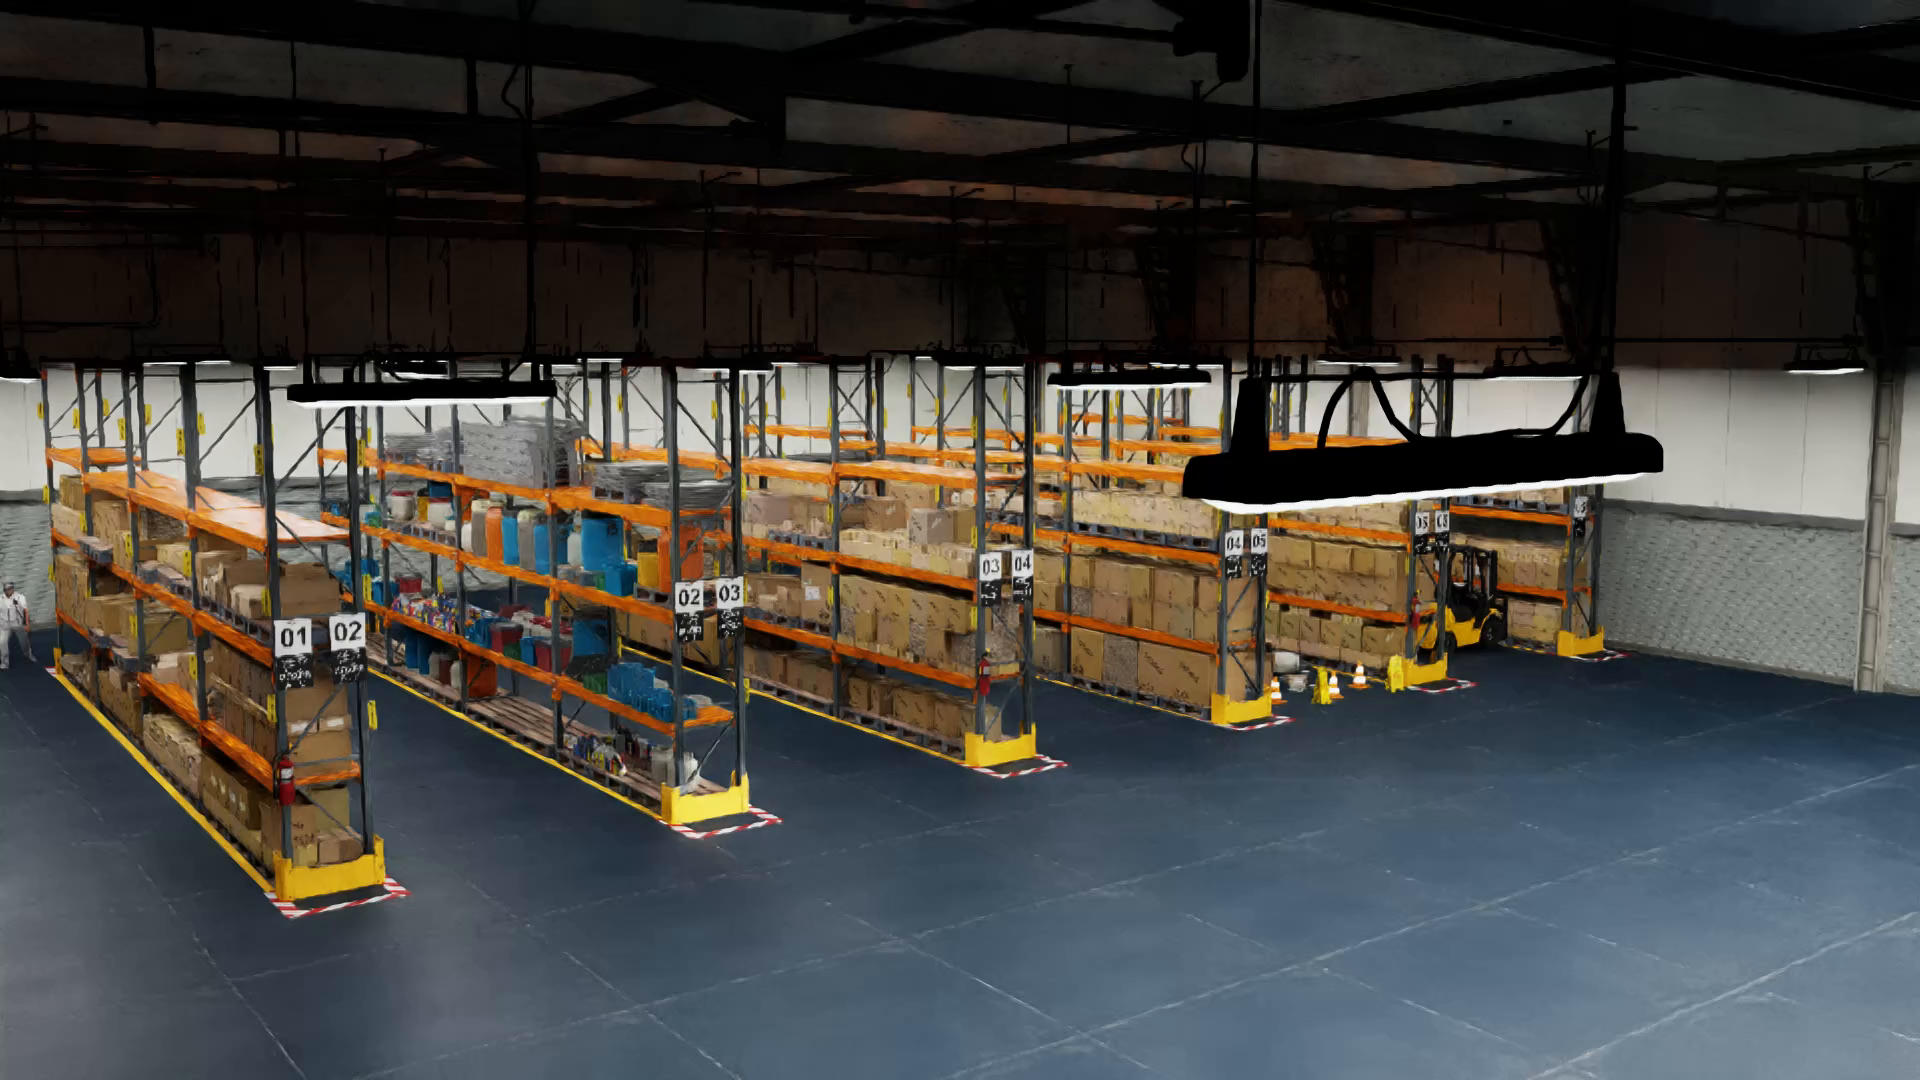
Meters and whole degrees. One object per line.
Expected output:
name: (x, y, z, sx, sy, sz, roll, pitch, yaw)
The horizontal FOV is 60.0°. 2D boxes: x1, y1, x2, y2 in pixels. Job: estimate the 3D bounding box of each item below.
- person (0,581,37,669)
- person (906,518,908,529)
person: (-18.386, 1.611, 32.318, 0.585, 1.697, 0.977, -2, 7, -16)
person: (-1.302, -0.201, 47.176, 0.554, 1.769, 0.701, 3, 8, 24)
